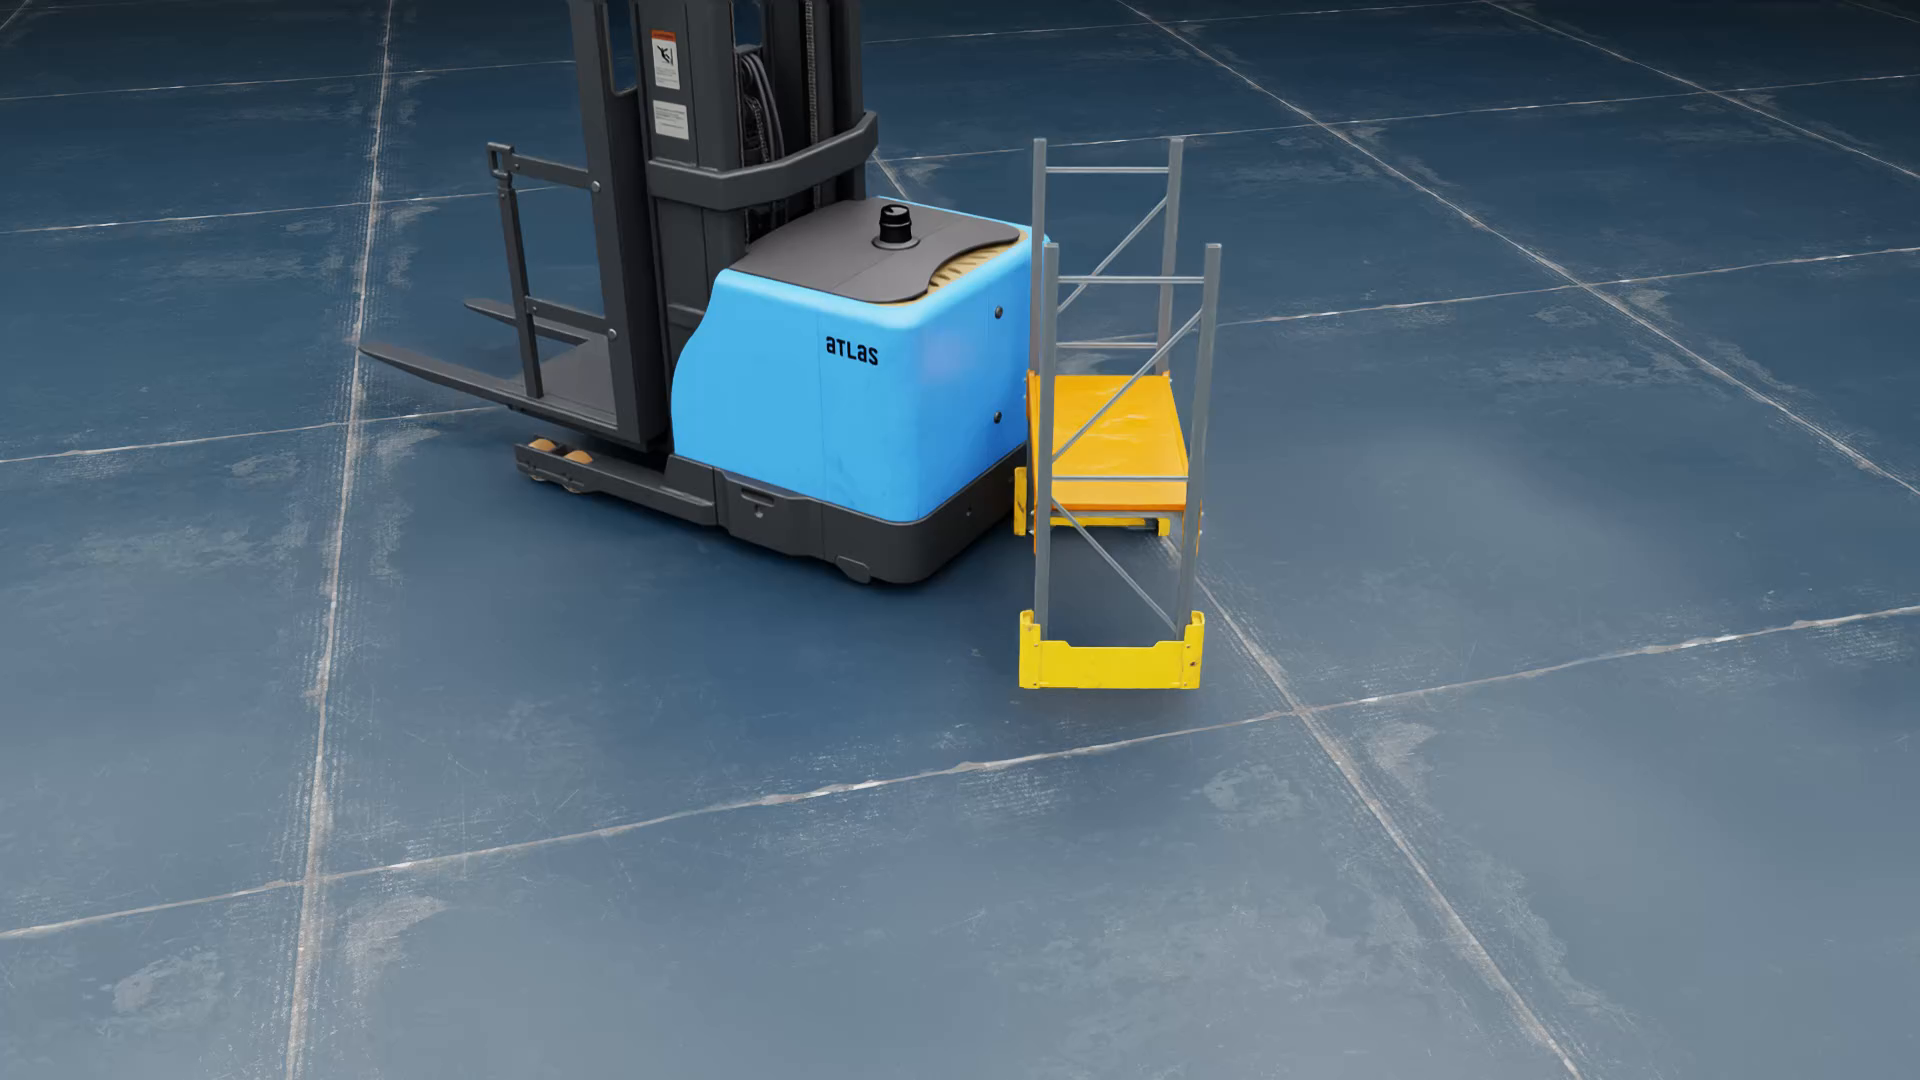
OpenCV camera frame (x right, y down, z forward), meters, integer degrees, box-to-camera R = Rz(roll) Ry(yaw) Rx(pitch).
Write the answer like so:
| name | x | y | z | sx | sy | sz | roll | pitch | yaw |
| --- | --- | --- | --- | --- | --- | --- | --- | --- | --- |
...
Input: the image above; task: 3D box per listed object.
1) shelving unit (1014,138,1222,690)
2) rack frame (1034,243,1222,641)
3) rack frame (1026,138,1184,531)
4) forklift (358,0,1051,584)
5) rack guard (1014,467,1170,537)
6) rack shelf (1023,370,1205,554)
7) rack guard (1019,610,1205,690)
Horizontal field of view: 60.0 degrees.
| name | x | y | z | sx | sy | sz | roll | pitch | yaw |
| --- | --- | --- | --- | --- | --- | --- | --- | --- | --- |
| shelving unit | 0.493 | -0.434 | 5.502 | 0.587 | 1.500 | 1.083 | 0 | 30 | 1 |
| rack frame | 0.487 | -0.184 | 5.070 | 0.500 | 1.500 | 0.032 | 0 | 30 | 1 |
| rack frame | 0.498 | -0.693 | 5.950 | 0.500 | 1.500 | 0.032 | 0 | 30 | 1 |
| forklift | -1.172 | -1.657 | 6.187 | 3.031 | 2.935 | 1.130 | 17 | 34 | 27 |
| rack guard | 0.498 | -0.142 | 6.246 | 0.587 | 0.250 | 0.087 | 0 | 30 | 1 |
| rack shelf | 0.493 | -0.283 | 5.600 | 0.538 | 0.185 | 1.000 | 0 | 30 | 1 |
| rack guard | 0.487 | 0.357 | 5.384 | 0.587 | 0.250 | 0.087 | 0 | 30 | 1 |
